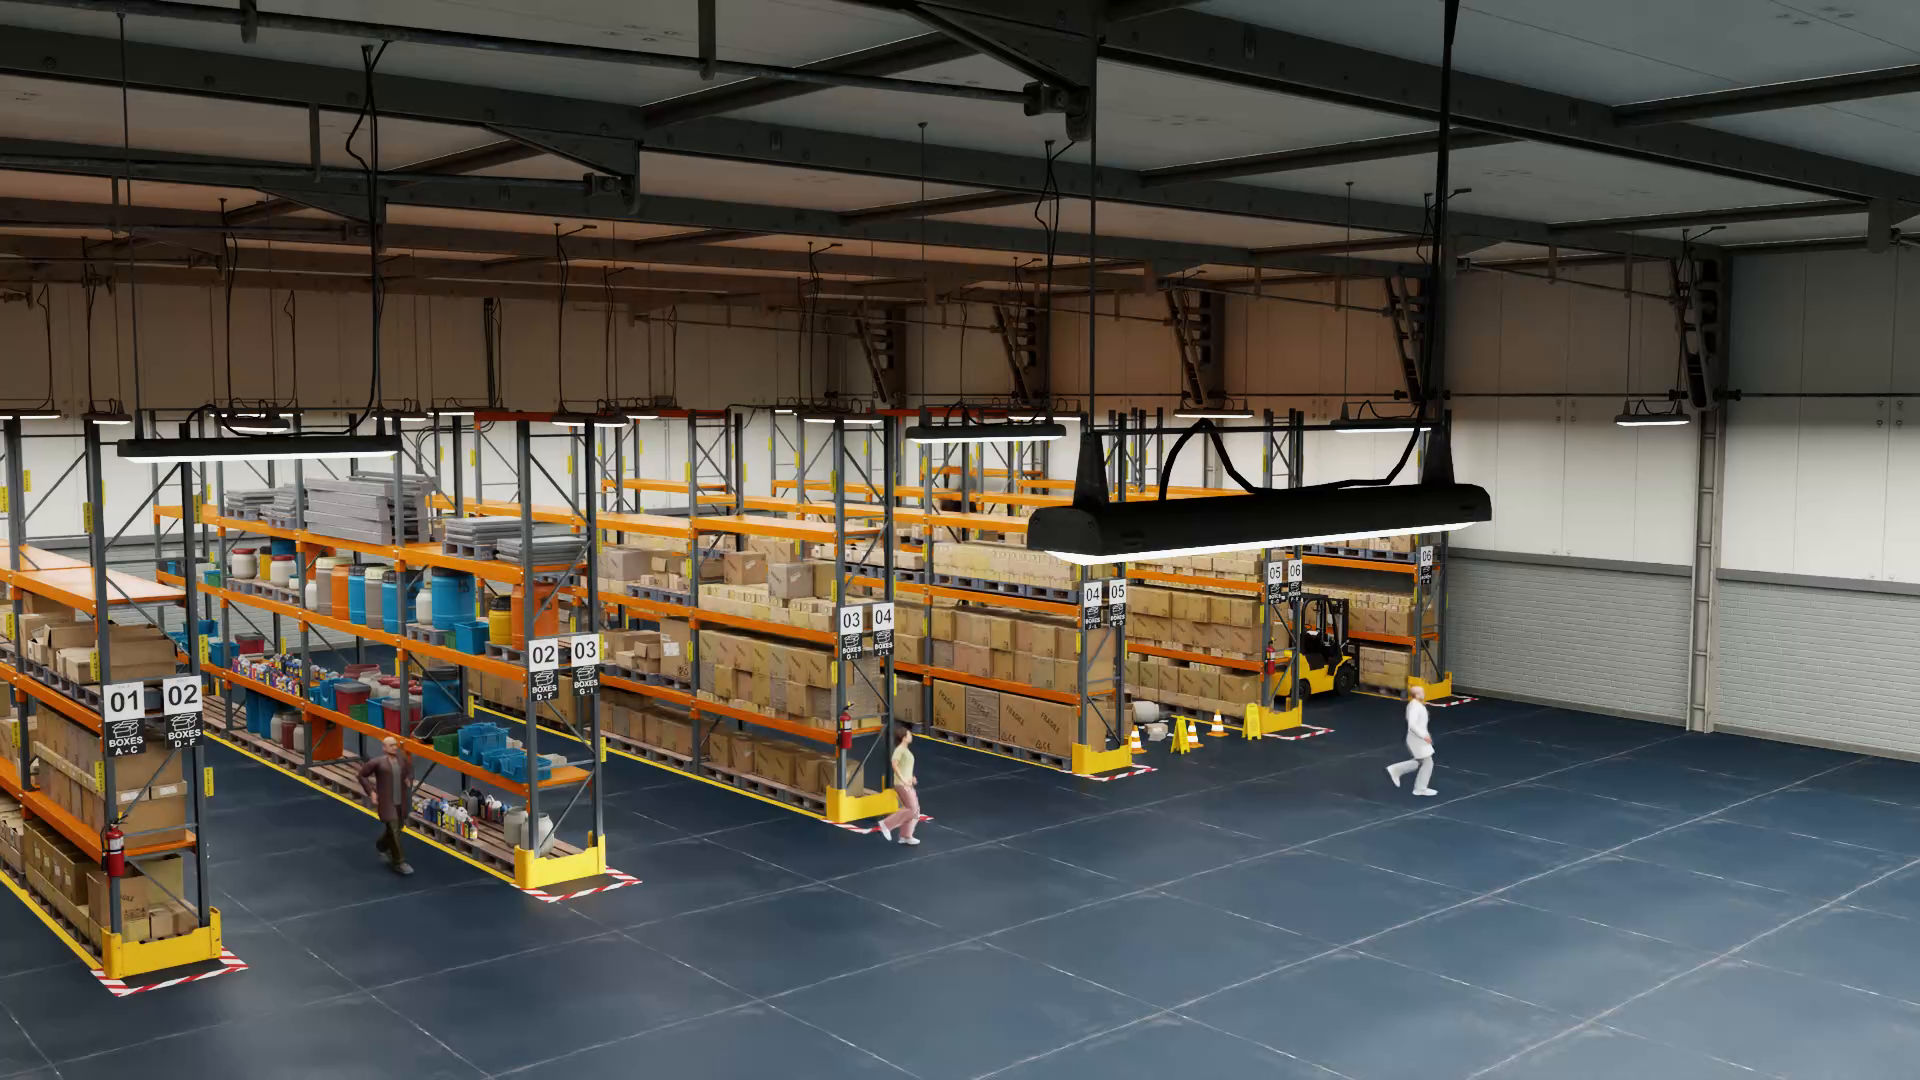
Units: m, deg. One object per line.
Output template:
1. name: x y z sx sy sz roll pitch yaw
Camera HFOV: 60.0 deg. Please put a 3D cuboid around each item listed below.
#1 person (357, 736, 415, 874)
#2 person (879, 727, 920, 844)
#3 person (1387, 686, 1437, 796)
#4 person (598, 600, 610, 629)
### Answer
1. person: -7.543 3.579 22.073 0.962 1.569 0.715 4 6 36
2. person: -0.850 3.457 23.554 0.578 1.616 0.630 0 5 0
3. person: 7.148 3.157 26.236 0.774 1.734 0.752 1 5 10
4. person: -8.128 2.170 37.319 0.713 1.776 0.990 -4 6 -39
